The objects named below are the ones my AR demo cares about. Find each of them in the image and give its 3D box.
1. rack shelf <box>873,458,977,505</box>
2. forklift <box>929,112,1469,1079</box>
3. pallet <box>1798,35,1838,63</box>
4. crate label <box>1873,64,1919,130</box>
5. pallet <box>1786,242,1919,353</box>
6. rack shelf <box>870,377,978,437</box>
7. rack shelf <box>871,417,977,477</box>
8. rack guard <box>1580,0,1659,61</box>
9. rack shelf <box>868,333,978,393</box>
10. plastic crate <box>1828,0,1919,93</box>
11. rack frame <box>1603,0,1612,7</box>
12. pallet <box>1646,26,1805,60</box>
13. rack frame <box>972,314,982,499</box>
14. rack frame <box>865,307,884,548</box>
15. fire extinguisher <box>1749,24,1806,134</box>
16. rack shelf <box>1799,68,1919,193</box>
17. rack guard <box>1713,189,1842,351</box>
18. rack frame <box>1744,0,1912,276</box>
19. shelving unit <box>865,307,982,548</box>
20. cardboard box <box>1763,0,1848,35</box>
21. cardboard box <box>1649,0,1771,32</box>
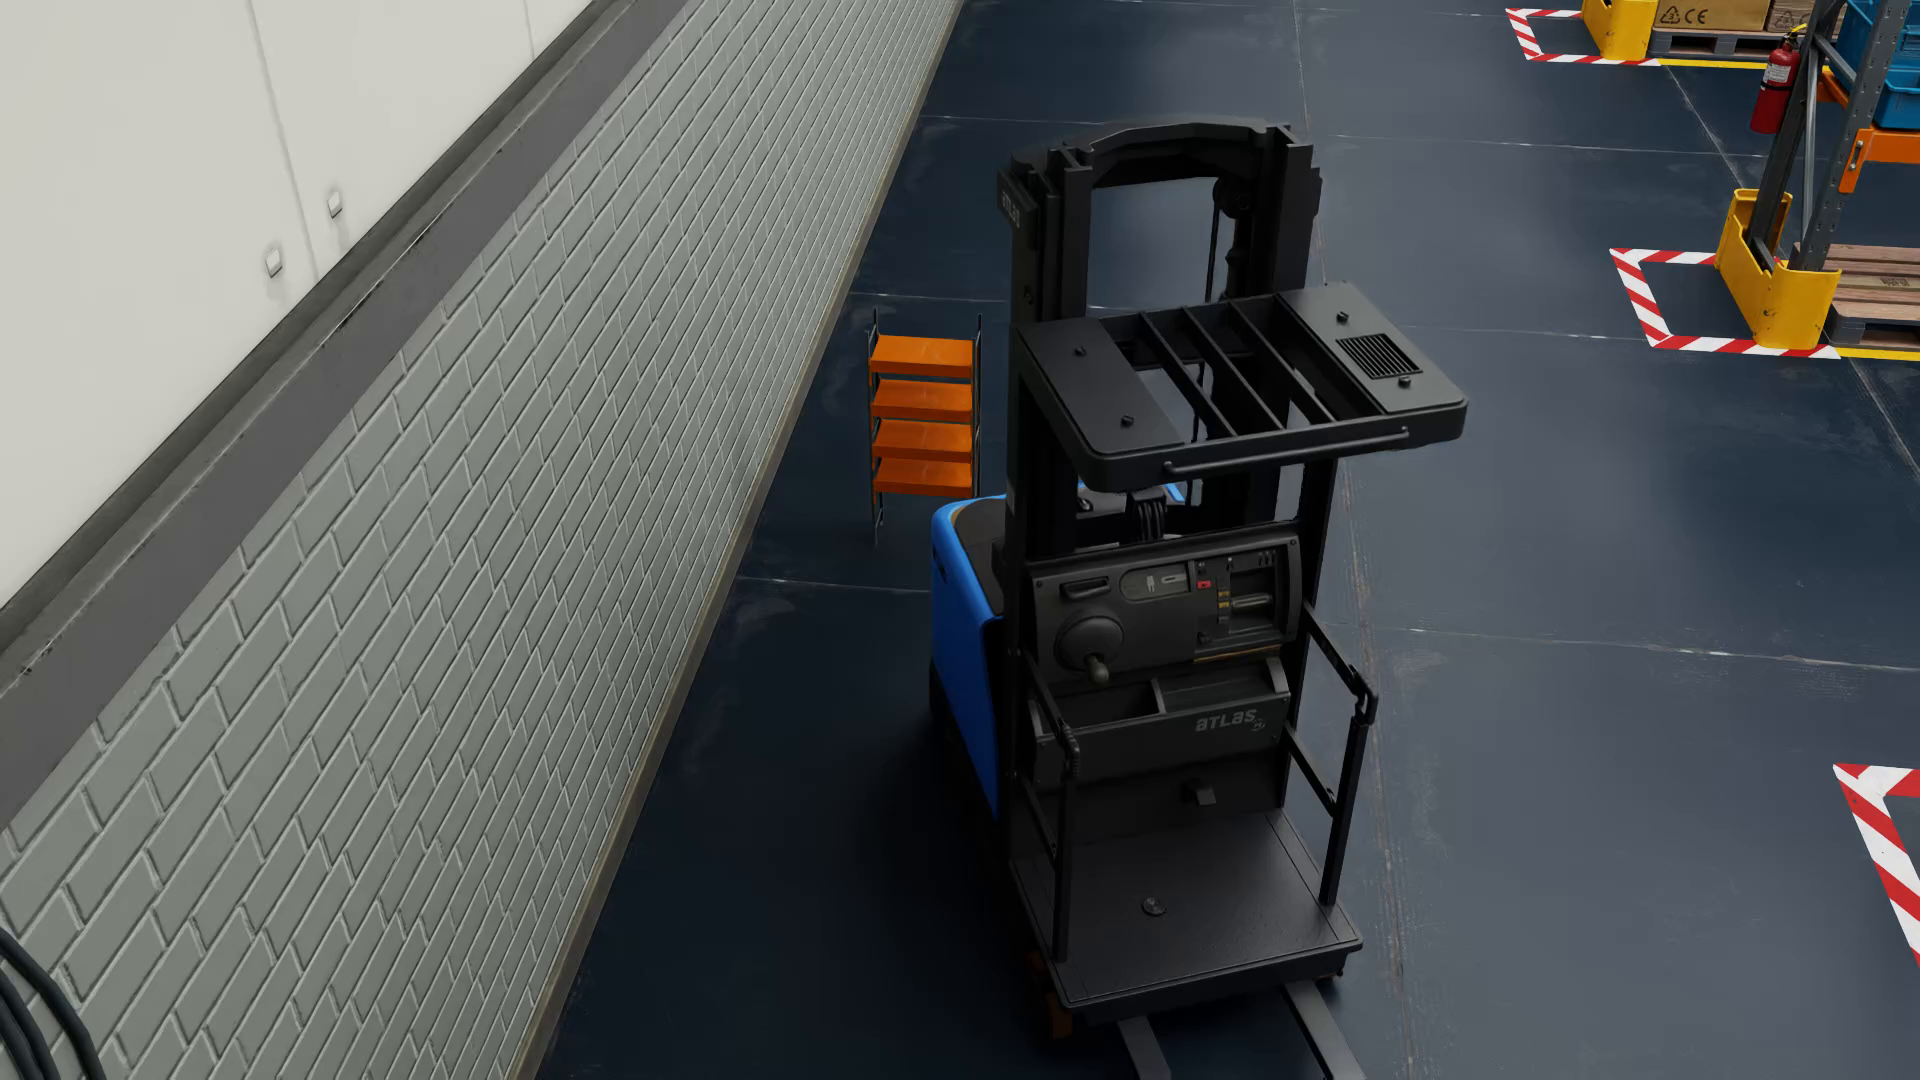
[{"bbox_3d":[-0.164,-0.284,8.073,0.480,0.148,0.258,4,36,6],"label":"rack shelf"},{"bbox_3d":[0.745,0.293,5.317,1.130,2.935,3.031,-9,36,-12],"label":"forklift"},{"bbox_3d":[7.637,-4.303,14.098,1.213,0.211,1.003,4,36,6],"label":"pallet"},{"bbox_3d":[5.200,-2.439,9.177,0.303,0.233,0.416,4,36,6],"label":"crate label"},{"bbox_3d":[5.810,-1.472,10.131,1.213,0.211,1.003,4,36,6],"label":"pallet"},{"bbox_3d":[-0.164,-0.628,7.828,0.480,0.148,0.258,4,36,6],"label":"rack shelf"},{"bbox_3d":[-0.164,-0.446,7.958,0.480,0.148,0.258,4,36,6],"label":"rack shelf"},{"bbox_3d":[5.604,-4.528,14.165,0.348,0.500,1.175,4,36,6],"label":"rack guard"},{"bbox_3d":[-0.164,-0.820,7.690,0.480,0.148,0.258,4,36,6],"label":"rack shelf"},{"bbox_3d":[5.353,-2.812,9.526,0.499,0.435,0.616,4,36,6],"label":"plastic crate"},{"bbox_3d":[5.628,-5.544,13.436,0.127,3.000,1.000,4,36,6],"label":"rack frame"},{"bbox_3d":[6.431,-4.395,14.226,1.213,0.211,1.003,4,36,6],"label":"pallet"},{"bbox_3d":[0.078,-0.483,7.893,0.015,1.200,0.240,4,36,6],"label":"rack frame"},{"bbox_3d":[-0.406,-0.519,7.944,0.015,1.200,0.240,4,36,6],"label":"rack frame"},{"bbox_3d":[4.905,-2.780,9.951,0.183,0.674,0.296,4,36,6],"label":"fire extinguisher"},{"bbox_3d":[6.981,-2.250,9.439,4.000,0.370,1.077,4,36,6],"label":"rack shelf"},{"bbox_3d":[4.971,-1.667,10.156,0.348,0.500,1.175,4,36,6],"label":"rack guard"},{"bbox_3d":[4.997,-2.690,9.437,0.127,3.000,1.000,4,36,6],"label":"rack frame"},{"bbox_3d":[-0.164,-0.501,7.919,0.503,1.200,0.258,4,36,6],"label":"shelving unit"},{"bbox_3d":[7.175,-4.782,13.835,0.875,0.875,0.875,4,36,6],"label":"cardboard box"},{"bbox_3d":[6.273,-4.849,13.930,0.875,0.875,0.875,4,36,6],"label":"cardboard box"}]
